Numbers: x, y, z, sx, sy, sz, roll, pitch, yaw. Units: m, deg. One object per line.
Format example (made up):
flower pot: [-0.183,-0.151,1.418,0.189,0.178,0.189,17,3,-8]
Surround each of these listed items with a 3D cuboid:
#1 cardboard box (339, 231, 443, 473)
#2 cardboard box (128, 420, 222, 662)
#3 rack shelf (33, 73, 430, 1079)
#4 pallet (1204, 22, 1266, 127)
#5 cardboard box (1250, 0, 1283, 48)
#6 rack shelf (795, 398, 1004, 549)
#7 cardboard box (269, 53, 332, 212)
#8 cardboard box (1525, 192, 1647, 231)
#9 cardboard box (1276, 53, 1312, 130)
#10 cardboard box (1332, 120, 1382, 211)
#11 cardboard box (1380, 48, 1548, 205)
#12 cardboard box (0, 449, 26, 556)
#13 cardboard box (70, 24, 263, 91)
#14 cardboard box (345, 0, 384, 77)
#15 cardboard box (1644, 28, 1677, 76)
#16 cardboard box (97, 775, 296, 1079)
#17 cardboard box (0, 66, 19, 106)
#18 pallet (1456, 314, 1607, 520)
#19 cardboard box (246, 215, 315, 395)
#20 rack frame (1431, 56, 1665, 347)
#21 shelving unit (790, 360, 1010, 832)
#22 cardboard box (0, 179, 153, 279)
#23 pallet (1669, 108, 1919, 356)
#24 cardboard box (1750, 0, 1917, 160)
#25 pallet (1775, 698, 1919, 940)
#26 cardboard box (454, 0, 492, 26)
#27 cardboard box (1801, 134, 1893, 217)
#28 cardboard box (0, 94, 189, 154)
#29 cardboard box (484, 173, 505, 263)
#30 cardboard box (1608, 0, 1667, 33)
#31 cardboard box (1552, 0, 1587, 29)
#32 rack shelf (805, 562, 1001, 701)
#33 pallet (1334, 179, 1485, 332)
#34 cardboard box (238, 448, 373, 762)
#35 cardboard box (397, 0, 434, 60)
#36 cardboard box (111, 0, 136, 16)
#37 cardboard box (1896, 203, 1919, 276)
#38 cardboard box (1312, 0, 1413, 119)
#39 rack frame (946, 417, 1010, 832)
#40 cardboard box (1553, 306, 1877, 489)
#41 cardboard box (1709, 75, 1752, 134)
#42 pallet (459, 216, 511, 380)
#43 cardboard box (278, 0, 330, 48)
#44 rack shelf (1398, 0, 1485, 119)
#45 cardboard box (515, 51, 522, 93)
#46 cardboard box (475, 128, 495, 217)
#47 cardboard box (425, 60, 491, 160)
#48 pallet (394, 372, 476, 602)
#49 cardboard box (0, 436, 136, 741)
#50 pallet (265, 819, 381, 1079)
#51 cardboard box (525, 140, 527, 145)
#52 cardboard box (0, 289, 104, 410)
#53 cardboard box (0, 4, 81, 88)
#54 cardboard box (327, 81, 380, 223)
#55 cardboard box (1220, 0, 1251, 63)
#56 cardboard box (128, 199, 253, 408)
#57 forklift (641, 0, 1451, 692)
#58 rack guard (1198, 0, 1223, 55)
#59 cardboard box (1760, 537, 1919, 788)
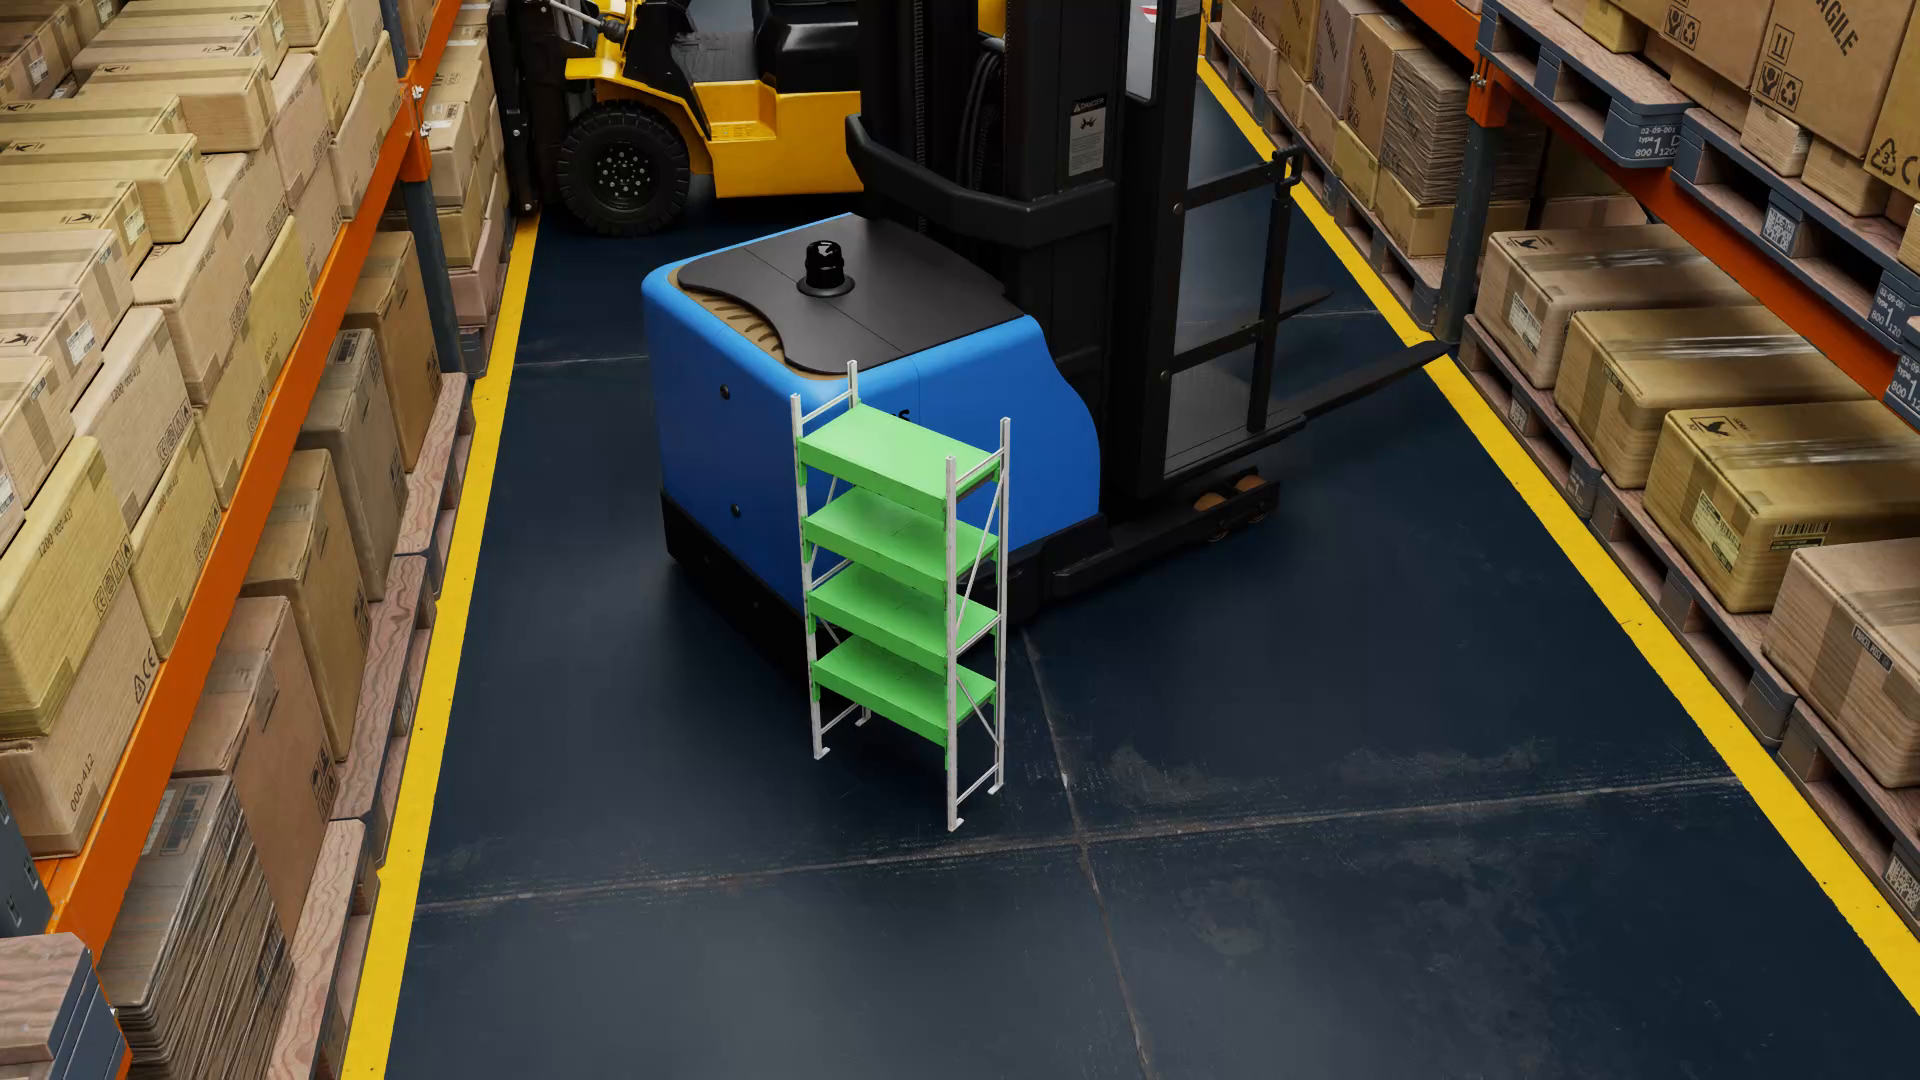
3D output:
cardboard box: [-2.340,-0.640,5.761,0.875,0.625,0.625,-3,34,-4]
cardboard box: [-1.763,0.009,3.206,0.500,0.250,0.500,-5,35,-7]
rack shelf: [-2.152,-0.324,4.201,1.077,0.370,4.000,-4,35,-6]
pallet: [2.044,-2.697,9.520,1.003,0.211,1.213,-4,35,-6]
cardboard box: [1.872,-2.919,8.773,0.500,0.500,0.500,-6,35,-8]
rack shelf: [-0.150,-0.175,4.202,0.480,0.148,0.258,23,41,30]
cardboard box: [-1.962,-1.055,4.324,0.500,0.250,0.500,-4,34,-5]
cardboard box: [2.685,-1.503,7.360,0.500,0.250,0.500,-6,35,-9]
cardboard box: [1.941,-2.325,8.567,0.500,0.250,0.500,-2,34,-3]
cardboard box: [2.070,-1.759,7.736,0.500,0.250,0.500,-5,35,-8]
cardboard box: [2.152,-1.773,7.091,0.500,0.500,0.500,-5,35,-7]
cardboard box: [-1.634,-0.015,2.444,0.380,0.149,0.250,-3,34,-5]
cardboard box: [-1.954,-1.162,4.127,0.380,0.149,0.250,-4,34,-6]
cardboard box: [-2.102,-1.628,5.164,0.500,0.250,0.500,-5,35,-7]
cardboard box: [2.397,-1.561,5.227,0.380,0.149,0.250,-2,34,-3]
cardboard box: [-1.953,0.953,3.424,0.875,0.625,0.625,-3,34,-5]
cardboard box: [-2.427,-0.980,3.860,0.380,0.149,0.250,-4,34,-6]
pallet: [2.603,-0.529,6.339,1.003,0.211,1.213,-4,35,-6]
cardboard box: [-1.908,-0.567,4.052,0.500,0.250,0.500,-3,34,-5]
rack frame: [2.497,-2.116,6.191,1.000,3.000,0.127,-4,35,-6]
shelving unit: [-0.150,0.169,4.437,0.503,1.200,0.258,23,41,30]
cardboard box: [-1.842,-0.588,3.285,0.380,0.149,0.250,-4,34,-6]
pallet: [2.728,-0.906,4.586,1.003,0.211,1.213,-4,35,-6]
cardboard box: [2.477,-1.328,4.309,0.500,0.500,0.500,-6,35,-8]
pallet: [2.931,0.832,4.341,1.003,0.211,1.213,-4,35,-6]
cardboard box: [-2.375,-2.338,7.699,0.500,0.250,0.500,-5,35,-7]
cardboard box: [2.471,-0.977,4.370,0.380,0.149,0.250,-5,35,-8]
cardboard box: [-1.949,-0.872,3.702,0.380,0.149,0.250,-4,35,-6]
cardboard box: [-2.242,-1.352,7.139,0.500,0.250,0.500,-5,35,-7]
cardboard box: [2.344,-1.891,5.135,0.500,0.500,0.500,-4,35,-6]
cardboard box: [2.258,-1.853,5.656,0.380,0.149,0.250,-4,34,-6]
rack shelf: [-0.150,0.222,4.473,0.480,0.148,0.258,23,41,30]
pallet: [2.372,-1.336,7.522,1.003,0.211,1.213,-4,35,-6]
cardboard box: [-2.140,0.213,4.509,0.875,0.625,0.625,-6,35,-8]
cardboard box: [-2.222,-2.046,6.001,0.500,0.500,0.500,-5,35,-8]
cardboard box: [-2.569,-1.542,4.684,0.380,0.149,0.250,-4,35,-7]
cardboard box: [2.495,-0.693,3.954,0.380,0.149,0.250,-4,34,-6]
cardboard box: [2.012,-2.341,7.925,0.500,0.500,0.500,-3,34,-4]
rack frame: [0.044,0.252,4.315,0.015,1.200,0.240,23,41,30]
cardboard box: [2.670,-0.510,5.795,0.950,0.372,0.625,-2,34,-3]
cardboard box: [2.422,-1.276,4.809,0.380,0.149,0.250,-4,34,-6]
pallet: [-2.486,-1.032,7.077,1.003,0.211,1.213,-4,35,-6]
cardboard box: [-1.955,-1.453,4.554,0.380,0.149,0.250,-5,35,-8]
rack shelf: [2.228,-2.935,8.031,1.077,0.370,4.000,-4,35,-6]
cardboard box: [-2.437,-2.399,8.231,0.500,0.250,0.500,-5,35,-7]
cardboard box: [-2.250,-1.556,6.994,0.500,0.250,0.500,-5,35,-7]
cardboard box: [-2.234,-1.768,6.862,0.500,0.250,0.500,-4,35,-6]
pallet: [-2.283,-0.177,5.823,1.003,0.211,1.213,-4,35,-6]
cardboard box: [-1.676,0.082,2.656,0.500,0.250,0.500,-4,35,-6]
pallet: [-1.955,1.184,3.825,1.003,0.211,1.213,-4,35,-6]
cardboard box: [-2.375,-1.923,7.976,0.500,0.250,0.500,-3,34,-5]
cardboard box: [-1.731,-0.306,2.870,0.380,0.149,0.250,-3,34,-5]
cardboard box: [-2.506,-1.260,4.270,0.380,0.149,0.250,-4,35,-6]
cardboard box: [-2.021,-1.134,4.884,0.500,0.250,0.500,-5,35,-7]
cardboard box: [1.794,-2.914,9.431,0.500,0.250,0.500,-5,35,-7]
cardboard box: [-1.819,-0.489,3.494,0.500,0.250,0.500,-5,35,-8]
forklift: [0.499,-1.421,5.233,3.031,2.935,1.130,-23,40,-30]
rack guard: [1.969,-3.273,10.108,1.175,0.500,0.348,-4,35,-6]
cardboard box: [2.862,0.301,4.605,0.950,0.372,0.625,-5,35,-7]
